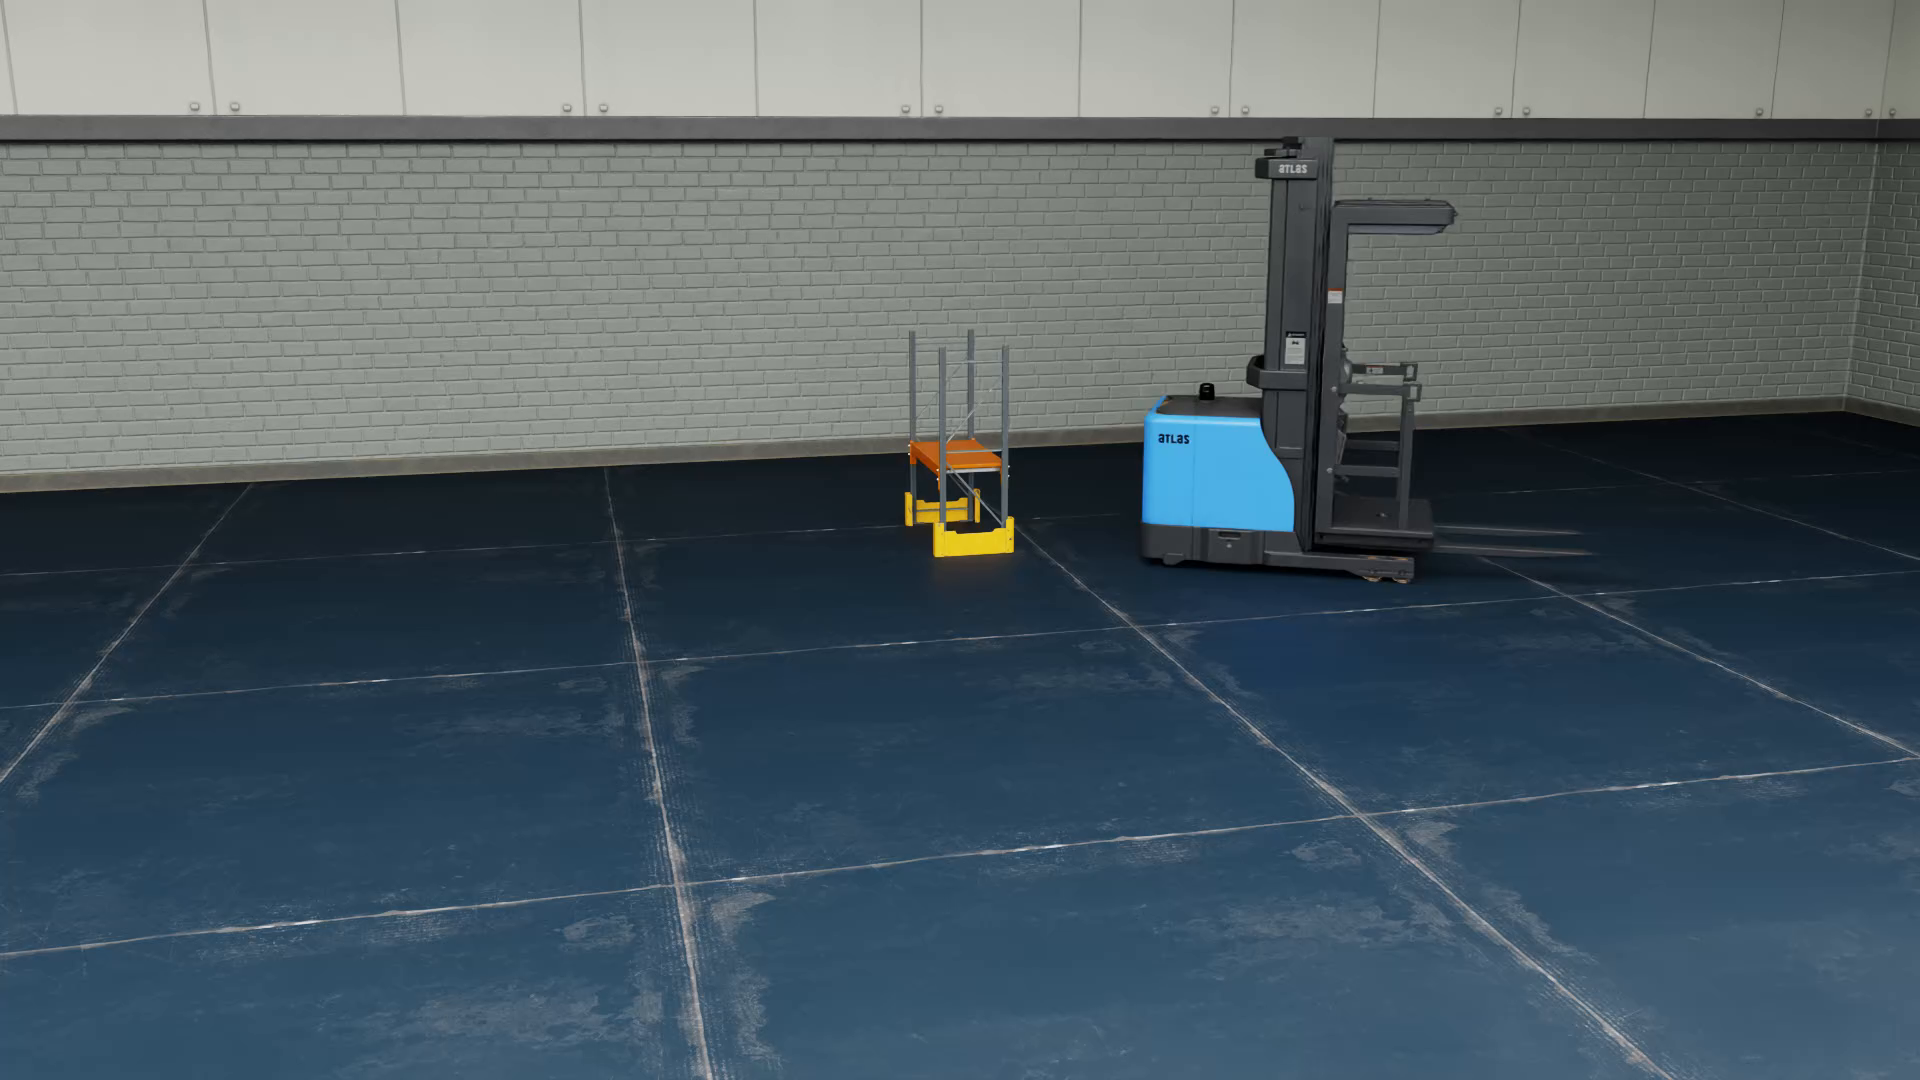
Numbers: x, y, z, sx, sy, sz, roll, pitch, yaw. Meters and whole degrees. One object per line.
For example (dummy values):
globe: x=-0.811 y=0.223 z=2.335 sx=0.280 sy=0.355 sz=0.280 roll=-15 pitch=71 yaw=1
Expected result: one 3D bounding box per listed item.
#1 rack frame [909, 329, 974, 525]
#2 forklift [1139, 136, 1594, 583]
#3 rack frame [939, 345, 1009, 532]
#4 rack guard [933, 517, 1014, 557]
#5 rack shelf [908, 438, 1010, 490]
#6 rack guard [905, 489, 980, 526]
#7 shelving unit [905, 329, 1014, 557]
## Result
rack frame: x=-0.139 y=-0.866 z=12.810 sx=0.500 sy=1.500 sz=0.032 roll=-3 pitch=14 yaw=-13
forklift: x=2.834 y=-1.272 z=11.456 sx=3.031 sy=2.935 sz=1.130 roll=3 pitch=14 yaw=13
rack frame: x=0.099 y=-0.631 z=11.850 sx=0.500 sy=1.500 sz=0.032 roll=-3 pitch=14 yaw=-13
rack guard: x=0.099 y=-0.024 z=11.999 sx=0.587 sy=0.250 sz=0.087 roll=-3 pitch=14 yaw=-13
rack shelf: x=-0.020 y=-0.574 z=12.372 sx=0.538 sy=0.185 sz=1.000 roll=-3 pitch=14 yaw=-13
rack guard: x=-0.135 y=-0.254 z=12.940 sx=0.587 sy=0.250 sz=0.087 roll=-3 pitch=14 yaw=-13
shelving unit: x=-0.018 y=-0.746 z=12.321 sx=0.587 sy=1.500 sz=1.083 roll=-3 pitch=14 yaw=-13
